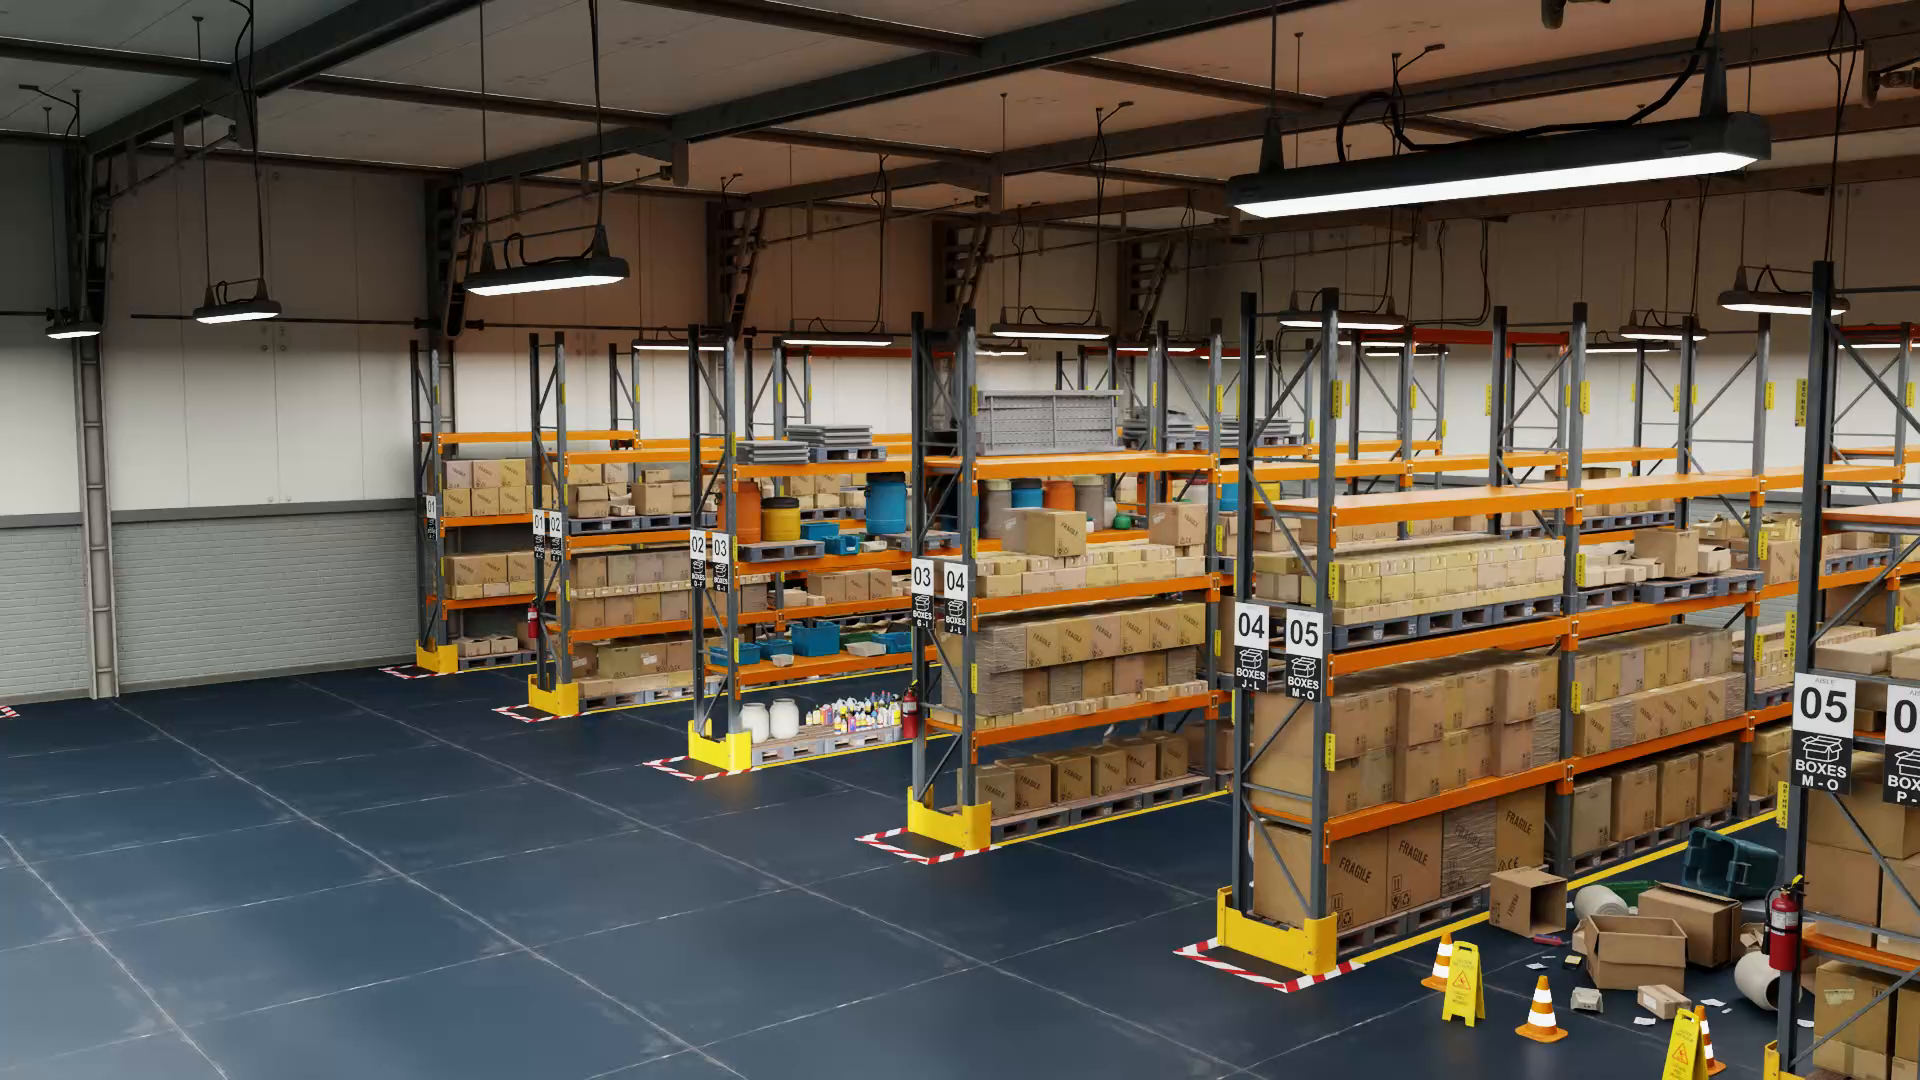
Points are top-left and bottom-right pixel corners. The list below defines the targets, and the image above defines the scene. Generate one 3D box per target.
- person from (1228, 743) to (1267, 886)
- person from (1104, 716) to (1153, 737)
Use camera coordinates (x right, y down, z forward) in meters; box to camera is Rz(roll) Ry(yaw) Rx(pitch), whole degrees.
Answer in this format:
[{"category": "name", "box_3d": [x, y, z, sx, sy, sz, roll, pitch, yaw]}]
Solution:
[{"category": "person", "box_3d": [3.050, 2.716, 17.004, 0.633, 1.735, 0.698, -5, 7, -44]}, {"category": "person", "box_3d": [2.361, 1.858, 23.175, 0.798, 1.719, 0.599, -4, 7, -40]}]
